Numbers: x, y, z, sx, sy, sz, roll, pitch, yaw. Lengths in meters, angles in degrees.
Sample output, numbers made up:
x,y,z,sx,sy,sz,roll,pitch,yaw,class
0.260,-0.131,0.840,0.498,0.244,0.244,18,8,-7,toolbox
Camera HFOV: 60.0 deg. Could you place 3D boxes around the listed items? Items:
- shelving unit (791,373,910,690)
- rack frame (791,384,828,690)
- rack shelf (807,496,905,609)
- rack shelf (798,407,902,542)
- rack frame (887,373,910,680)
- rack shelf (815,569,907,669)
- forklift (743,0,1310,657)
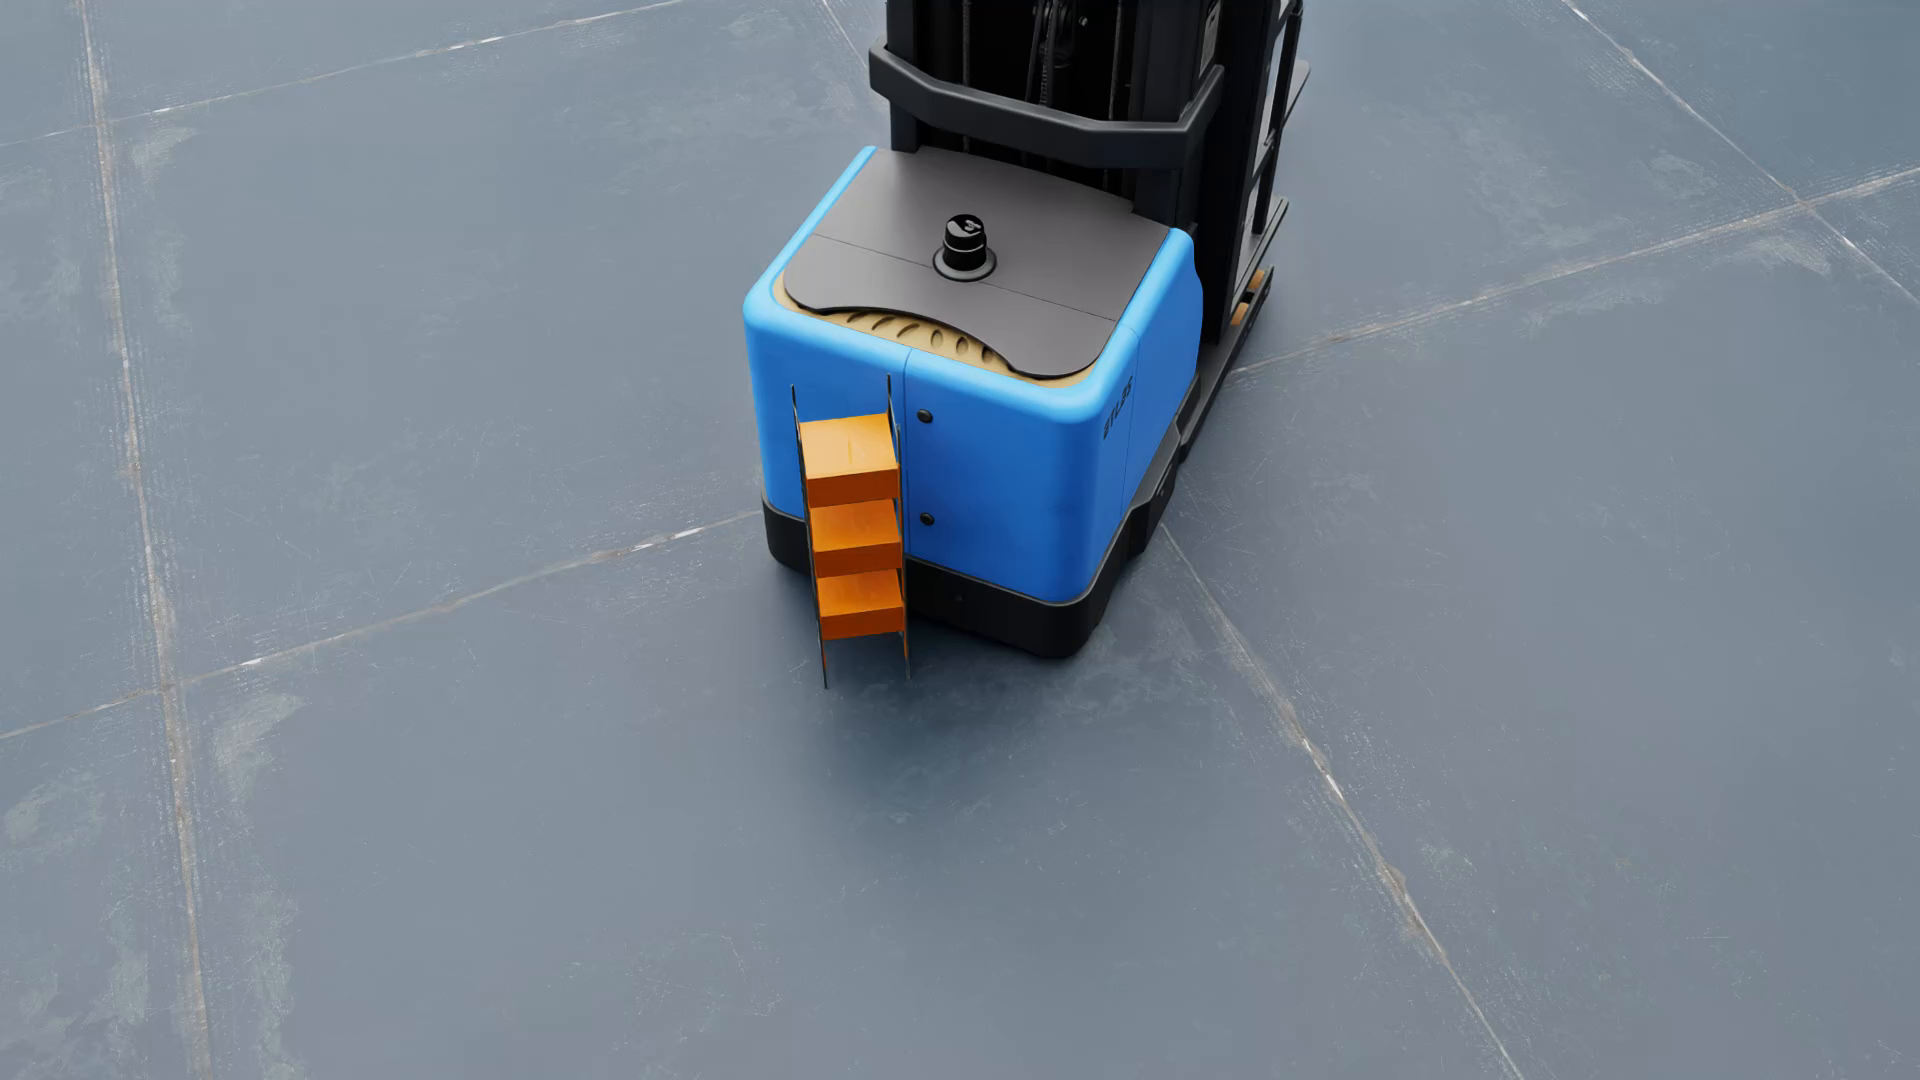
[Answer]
x,y,z,sx,sy,sz,roll,pitch,yaw,class
-0.287,0.008,4.551,0.252,1.050,0.215,-7,50,-6,shelving unit
-0.408,0.023,4.538,0.008,1.050,0.200,-7,50,-6,rack frame
-0.287,0.015,4.559,0.240,0.259,0.215,-7,50,-6,rack shelf
-0.287,-0.170,4.343,0.240,0.259,0.215,-7,50,-6,rack shelf
-0.167,-0.006,4.563,0.008,1.050,0.200,-7,50,-6,rack frame
-0.287,0.196,4.770,0.240,0.259,0.215,-7,50,-6,rack shelf
0.463,-1.751,4.822,1.130,2.935,3.031,19,52,15,forklift
